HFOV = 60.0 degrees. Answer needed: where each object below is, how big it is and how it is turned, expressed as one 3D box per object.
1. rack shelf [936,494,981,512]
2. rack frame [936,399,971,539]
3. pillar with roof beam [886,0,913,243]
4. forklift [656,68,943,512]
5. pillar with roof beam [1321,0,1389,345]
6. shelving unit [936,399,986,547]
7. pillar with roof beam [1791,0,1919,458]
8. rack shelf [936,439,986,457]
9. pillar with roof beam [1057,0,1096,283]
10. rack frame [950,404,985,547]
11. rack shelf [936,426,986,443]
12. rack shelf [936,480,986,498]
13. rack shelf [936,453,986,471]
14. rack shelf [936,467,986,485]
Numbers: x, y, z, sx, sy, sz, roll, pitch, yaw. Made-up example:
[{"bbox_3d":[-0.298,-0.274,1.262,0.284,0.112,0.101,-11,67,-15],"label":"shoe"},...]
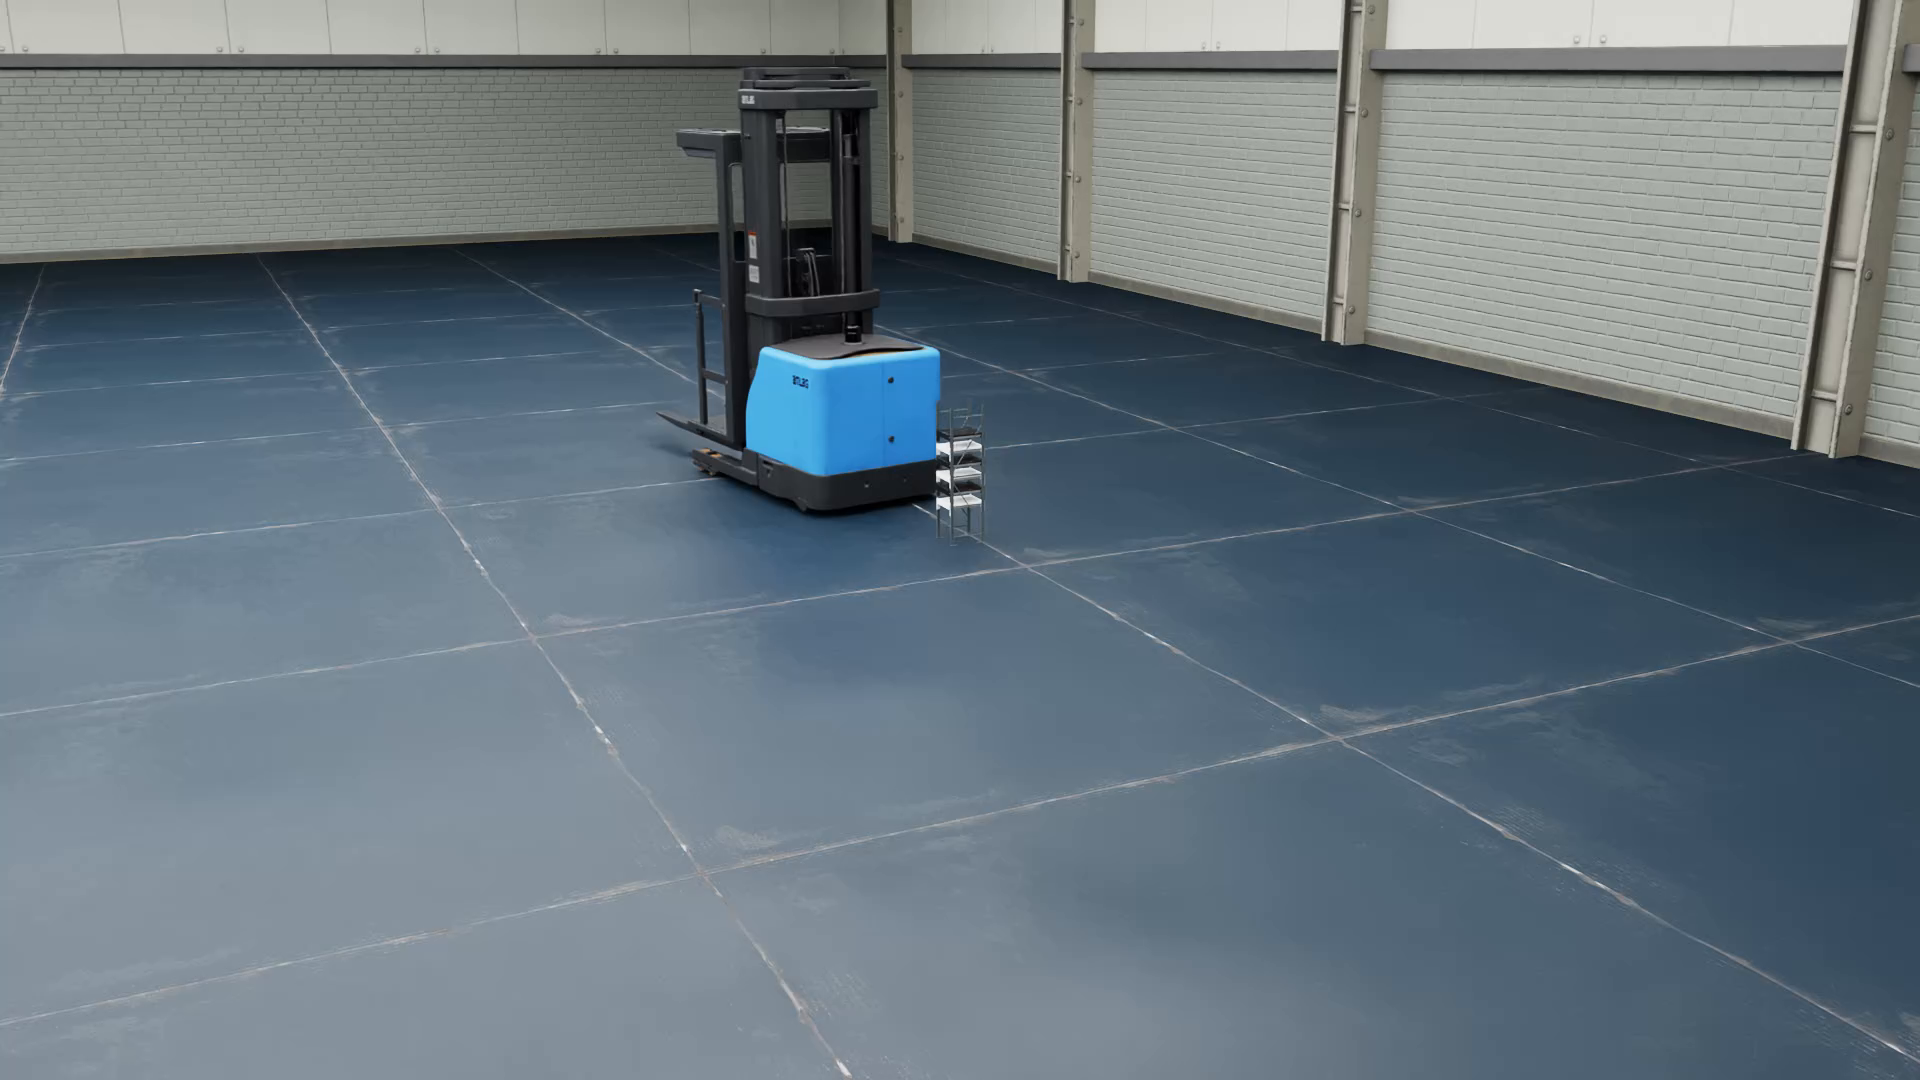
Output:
[{"bbox_3d":[0.004,-0.225,10.678,0.258,0.077,0.200,-8,18,-25],"label":"rack shelf"},{"bbox_3d":[-0.041,-0.456,10.707,0.240,0.900,0.006,-8,18,-25],"label":"rack frame"},{"bbox_3d":[-4.888,-8.972,25.700,9.100,9.000,0.400,-8,18,-25],"label":"pillar with roof beam"},{"bbox_3d":[-1.363,-1.953,12.242,1.130,2.935,3.031,-11,19,-33],"label":"forklift"},{"bbox_3d":[0.369,-5.996,15.332,9.100,9.000,0.400,-8,18,-25],"label":"pillar with roof beam"},{"bbox_3d":[0.004,-0.431,10.620,0.258,0.900,0.210,-8,18,-25],"label":"shelving unit"},{"bbox_3d":[2.997,-4.508,10.147,9.100,9.000,0.400,-8,18,-25],"label":"pillar with roof beam"},{"bbox_3d":[0.004,-0.572,10.579,0.258,0.077,0.200,-8,18,-25],"label":"rack shelf"},{"bbox_3d":[-2.260,-7.484,20.516,9.100,9.000,0.400,-8,18,-25],"label":"pillar with roof beam"},{"bbox_3d":[0.048,-0.405,10.532,0.240,0.900,0.006,-8,18,-25],"label":"rack frame"},{"bbox_3d":[0.004,-0.658,10.554,0.258,0.077,0.200,-8,18,-25],"label":"rack shelf"},{"bbox_3d":[0.004,-0.312,10.654,0.258,0.077,0.200,-8,18,-25],"label":"rack shelf"},{"bbox_3d":[0.004,-0.485,10.604,0.258,0.077,0.200,-8,18,-25],"label":"rack shelf"},{"bbox_3d":[0.004,-0.398,10.629,0.258,0.077,0.200,-8,18,-25],"label":"rack shelf"}]
